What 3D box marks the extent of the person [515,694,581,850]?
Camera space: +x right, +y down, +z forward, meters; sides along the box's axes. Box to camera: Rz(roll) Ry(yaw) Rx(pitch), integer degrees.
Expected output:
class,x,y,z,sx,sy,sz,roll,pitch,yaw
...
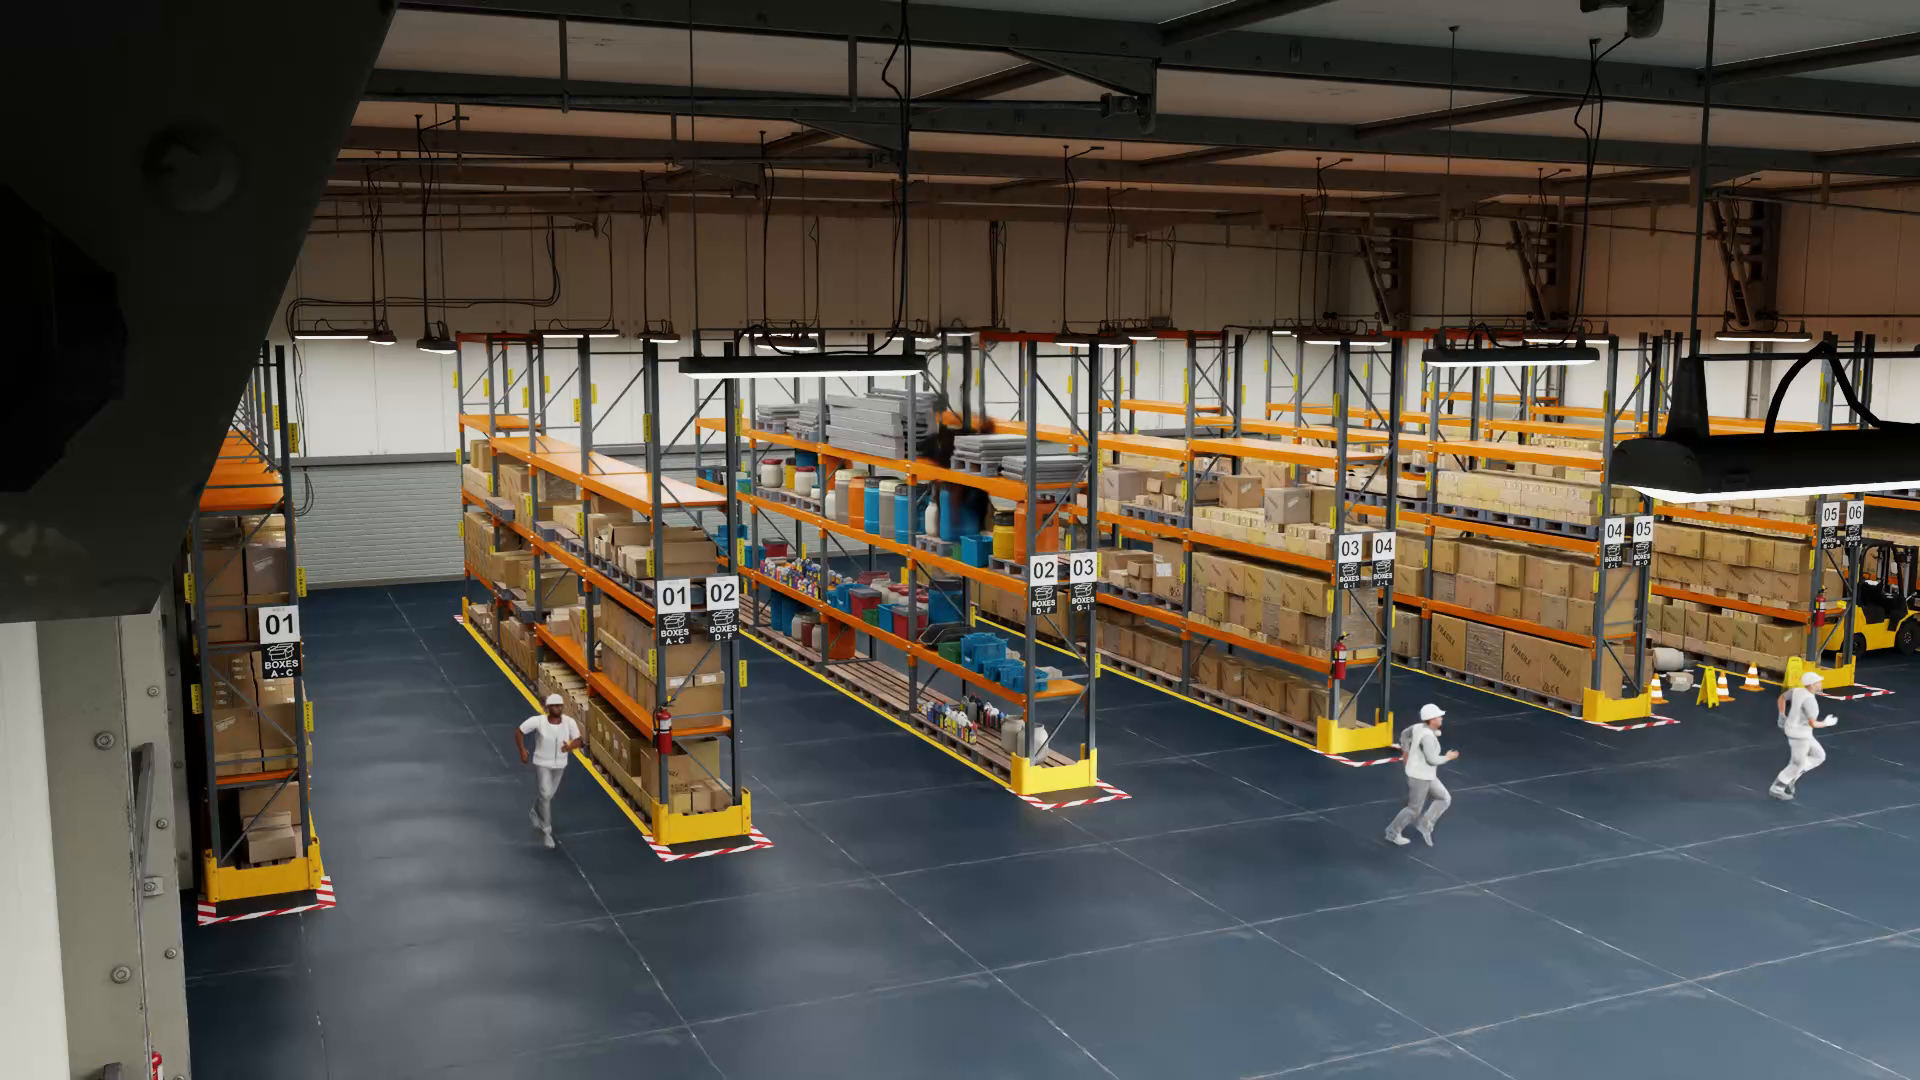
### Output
class,x,y,z,sx,sy,sz,roll,pitch,yaw
person,-4.957,2.741,20.220,0.733,1.770,0.953,-6,10,-38

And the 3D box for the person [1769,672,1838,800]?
class,x,y,z,sx,sy,sz,roll,pitch,yaw
person,10.990,2.549,21.642,0.726,1.726,0.704,2,8,15

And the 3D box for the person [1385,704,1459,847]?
class,x,y,z,sx,sy,sz,roll,pitch,yaw
person,5.494,2.801,19.761,0.805,1.760,0.682,1,8,10
